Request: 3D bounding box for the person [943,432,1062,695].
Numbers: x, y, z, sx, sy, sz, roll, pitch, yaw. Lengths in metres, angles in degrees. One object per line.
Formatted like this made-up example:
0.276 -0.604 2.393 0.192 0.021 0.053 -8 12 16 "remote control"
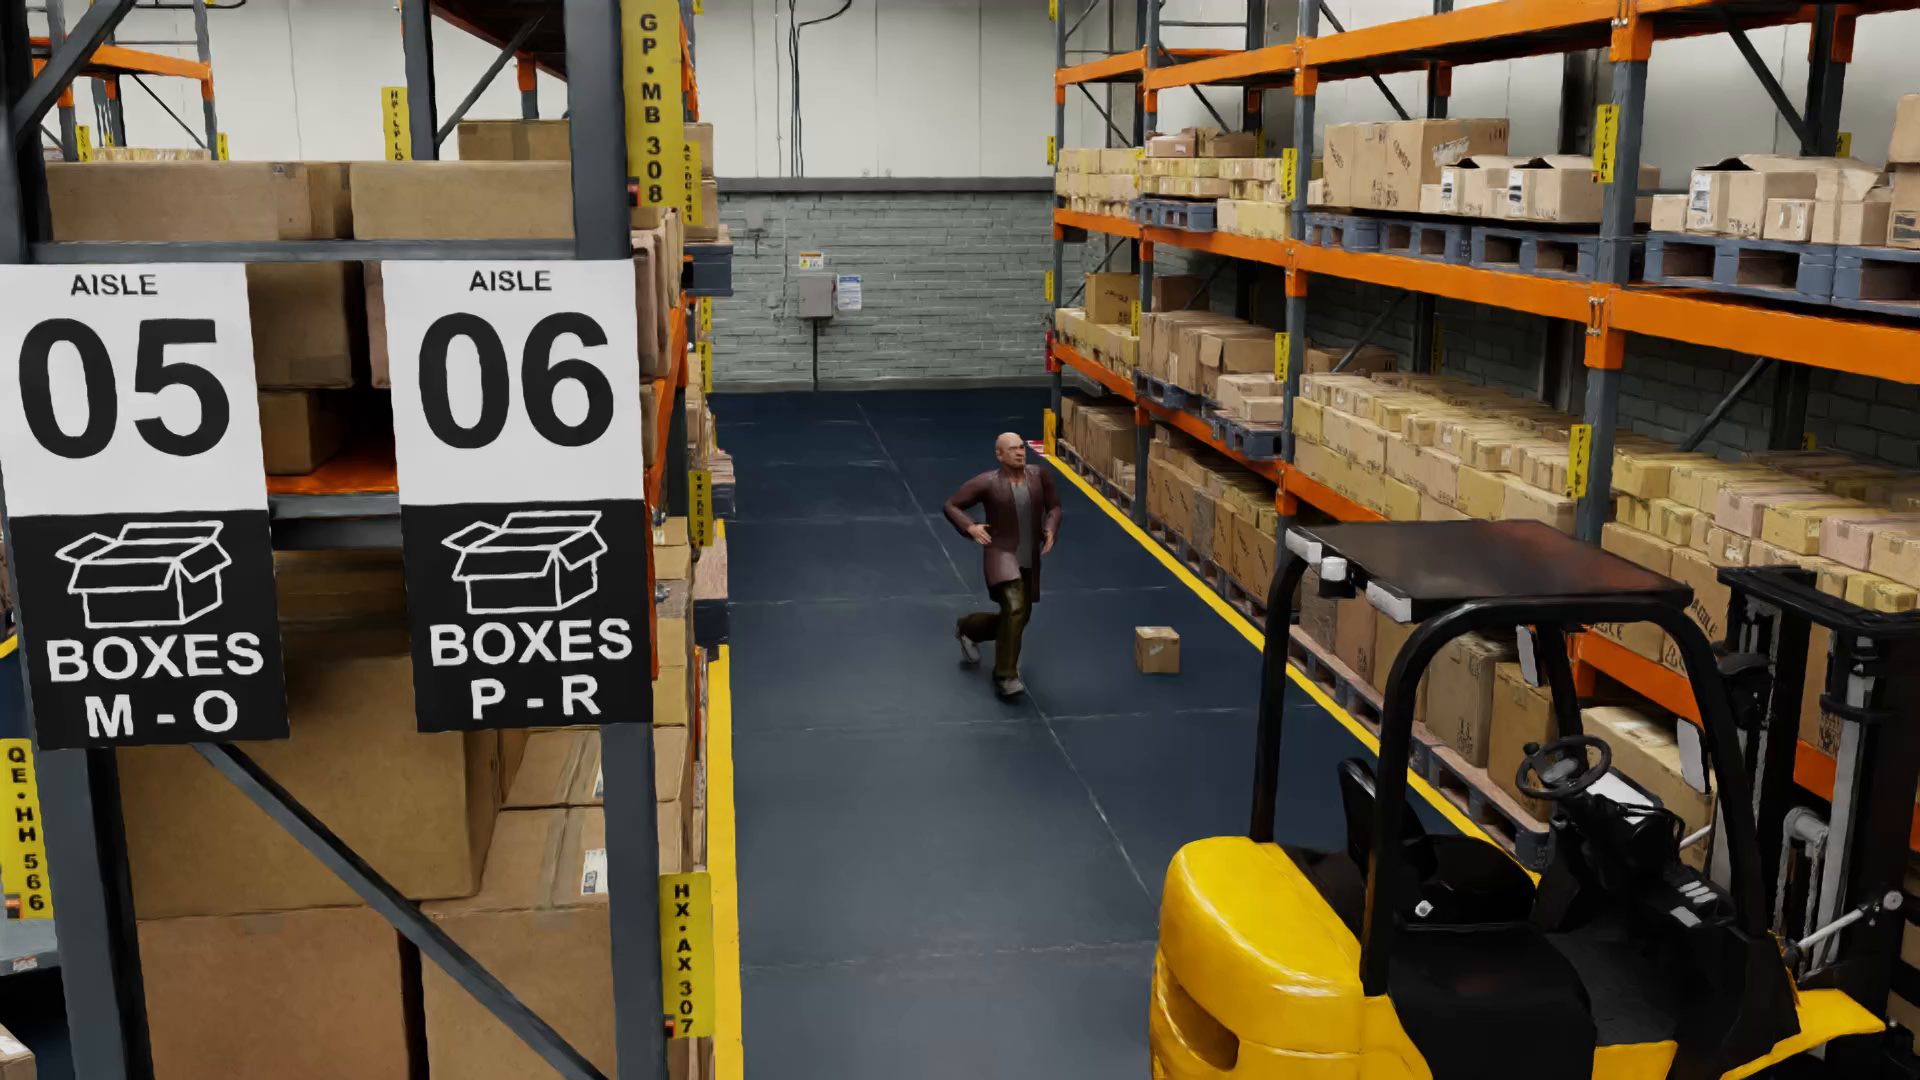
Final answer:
0.332 0.105 10.876 0.770 1.635 1.079 -10 16 -36 "person"
